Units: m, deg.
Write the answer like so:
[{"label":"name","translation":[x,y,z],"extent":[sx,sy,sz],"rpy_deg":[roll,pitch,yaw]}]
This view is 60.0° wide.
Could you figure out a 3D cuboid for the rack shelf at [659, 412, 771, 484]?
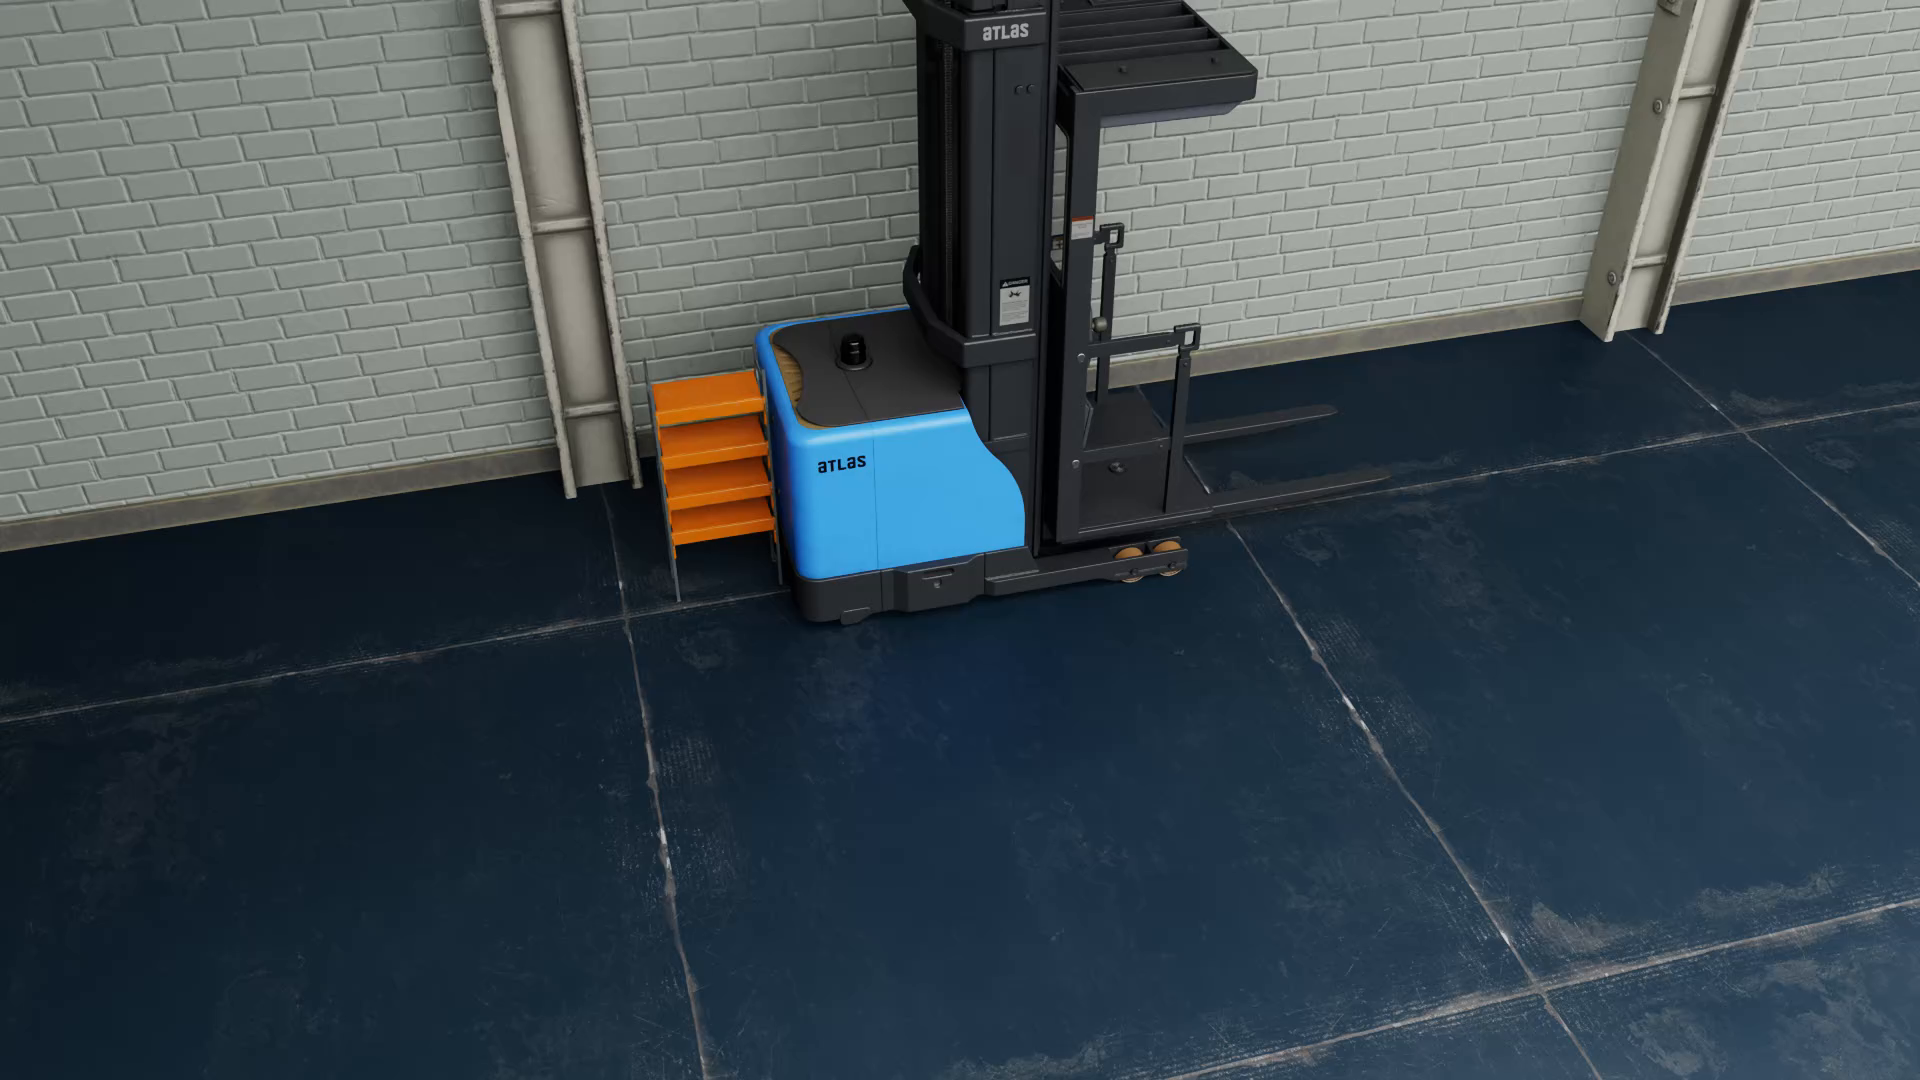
[{"label":"rack shelf","translation":[-1.121,-0.417,7.530],"extent":[0.480,0.148,0.258],"rpy_deg":[-9,38,-12]}]

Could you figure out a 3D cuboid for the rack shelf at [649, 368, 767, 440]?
[{"label":"rack shelf","translation":[-1.121,-0.605,7.386],"extent":[0.480,0.148,0.258],"rpy_deg":[-9,38,-12]}]

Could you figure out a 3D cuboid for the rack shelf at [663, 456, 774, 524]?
[{"label":"rack shelf","translation":[-1.121,-0.240,7.666],"extent":[0.480,0.148,0.258],"rpy_deg":[-9,38,-12]}]

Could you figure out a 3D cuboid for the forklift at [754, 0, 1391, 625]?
[{"label":"forklift","translation":[0.601,-1.262,7.467],"extent":[3.031,2.935,1.130],"rpy_deg":[-9,38,-12]}]

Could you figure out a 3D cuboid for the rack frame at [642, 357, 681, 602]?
[{"label":"rack frame","translation":[-1.357,-0.254,7.574],"extent":[0.015,1.200,0.240],"rpy_deg":[-9,38,-12]}]

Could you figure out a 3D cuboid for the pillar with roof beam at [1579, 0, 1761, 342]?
[{"label":"pillar with roof beam","translation":[5.050,-2.332,3.871],"extent":[0.400,9.000,9.100],"rpy_deg":[-9,38,-12]}]

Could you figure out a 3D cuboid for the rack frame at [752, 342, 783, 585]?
[{"label":"rack frame","translation":[-0.886,-0.332,7.676],"extent":[0.015,1.200,0.240],"rpy_deg":[-9,38,-12]}]

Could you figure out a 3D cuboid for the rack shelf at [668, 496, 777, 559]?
[{"label":"rack shelf","translation":[-1.121,-0.082,7.786],"extent":[0.480,0.148,0.258],"rpy_deg":[-9,38,-12]}]

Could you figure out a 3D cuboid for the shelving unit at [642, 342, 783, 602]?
[{"label":"shelving unit","translation":[-1.121,-0.293,7.625],"extent":[0.503,1.200,0.258],"rpy_deg":[-9,38,-12]}]

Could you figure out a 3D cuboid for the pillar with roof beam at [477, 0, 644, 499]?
[{"label":"pillar with roof beam","translation":[-0.743,-1.381,2.629],"extent":[0.400,9.000,9.100],"rpy_deg":[-9,38,-12]}]
